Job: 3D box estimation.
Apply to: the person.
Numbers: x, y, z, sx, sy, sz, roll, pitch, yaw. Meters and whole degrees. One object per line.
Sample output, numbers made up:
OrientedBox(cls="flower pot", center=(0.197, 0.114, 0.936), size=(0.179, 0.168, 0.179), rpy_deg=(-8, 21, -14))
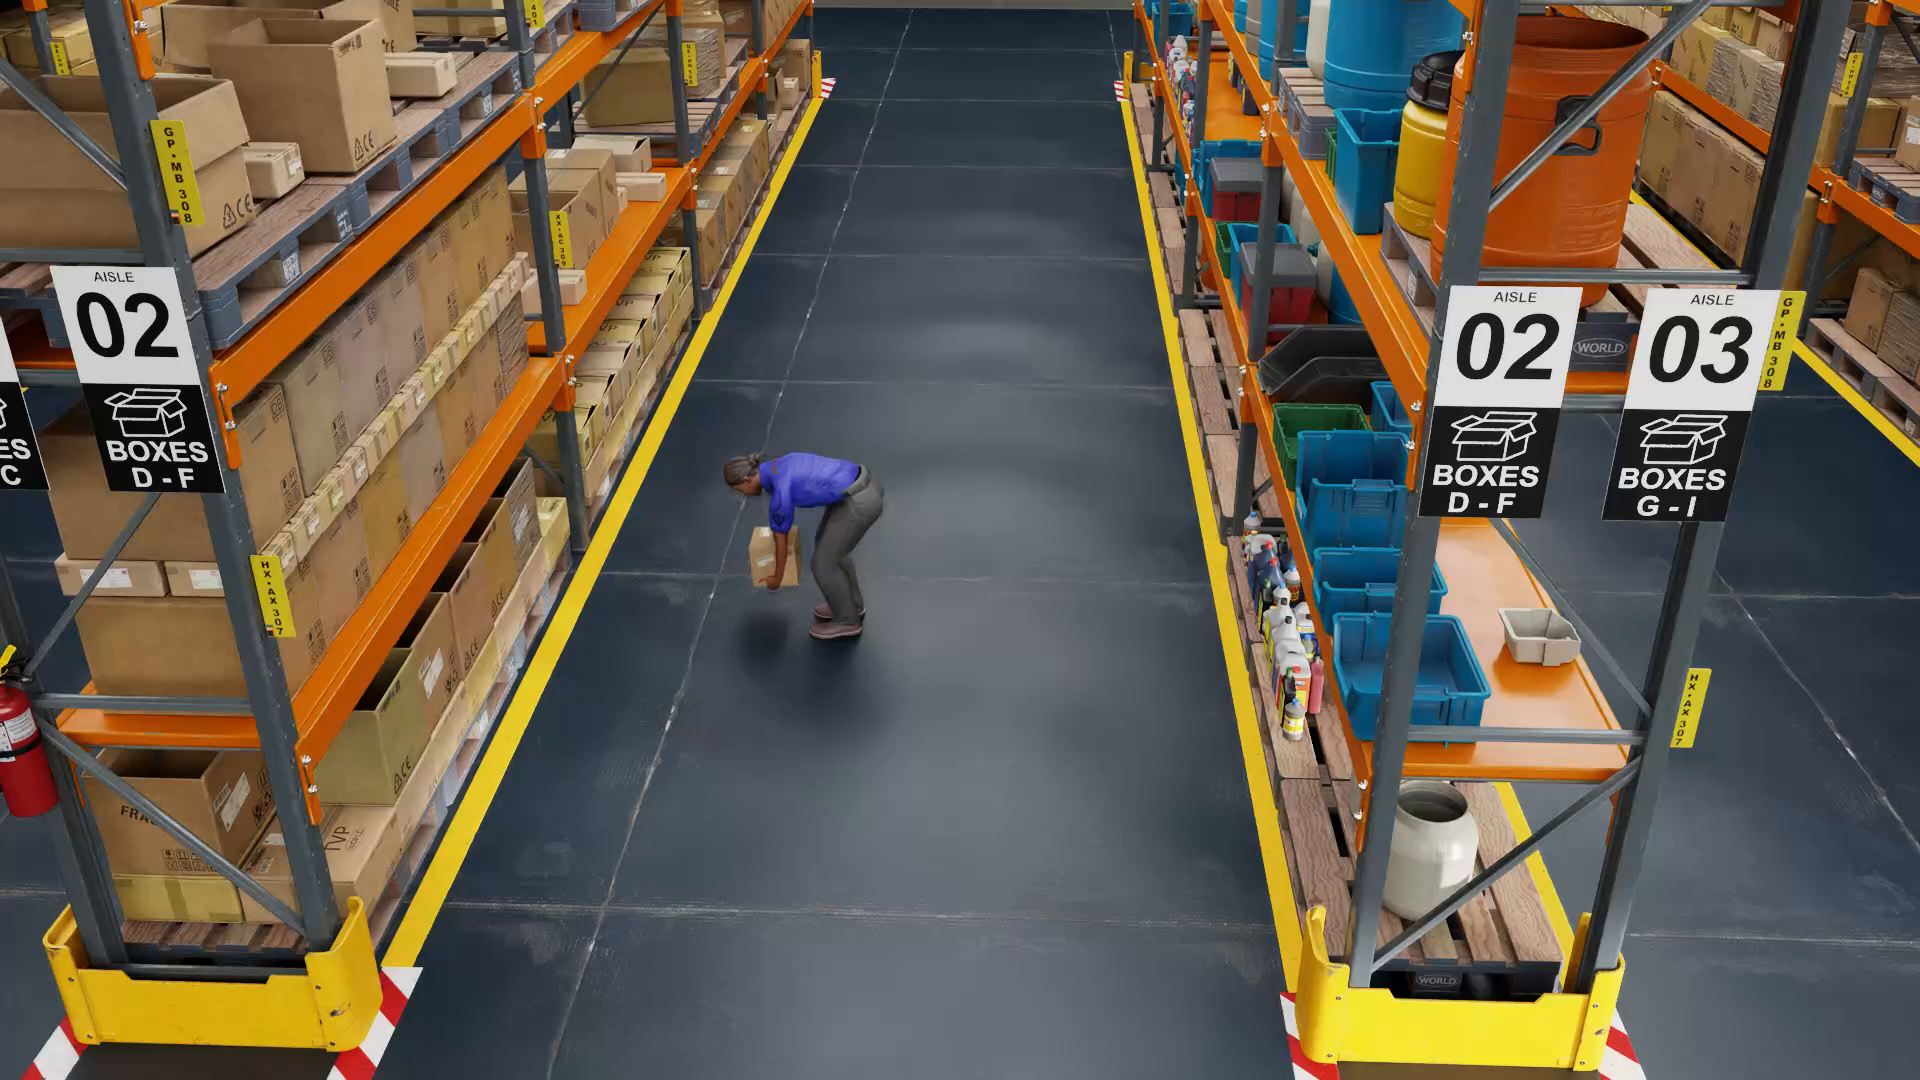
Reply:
OrientedBox(cls="person", center=(-0.850, 0.012, 9.231), size=(0.872, 1.072, 0.409), rpy_deg=(0, 28, 0))
